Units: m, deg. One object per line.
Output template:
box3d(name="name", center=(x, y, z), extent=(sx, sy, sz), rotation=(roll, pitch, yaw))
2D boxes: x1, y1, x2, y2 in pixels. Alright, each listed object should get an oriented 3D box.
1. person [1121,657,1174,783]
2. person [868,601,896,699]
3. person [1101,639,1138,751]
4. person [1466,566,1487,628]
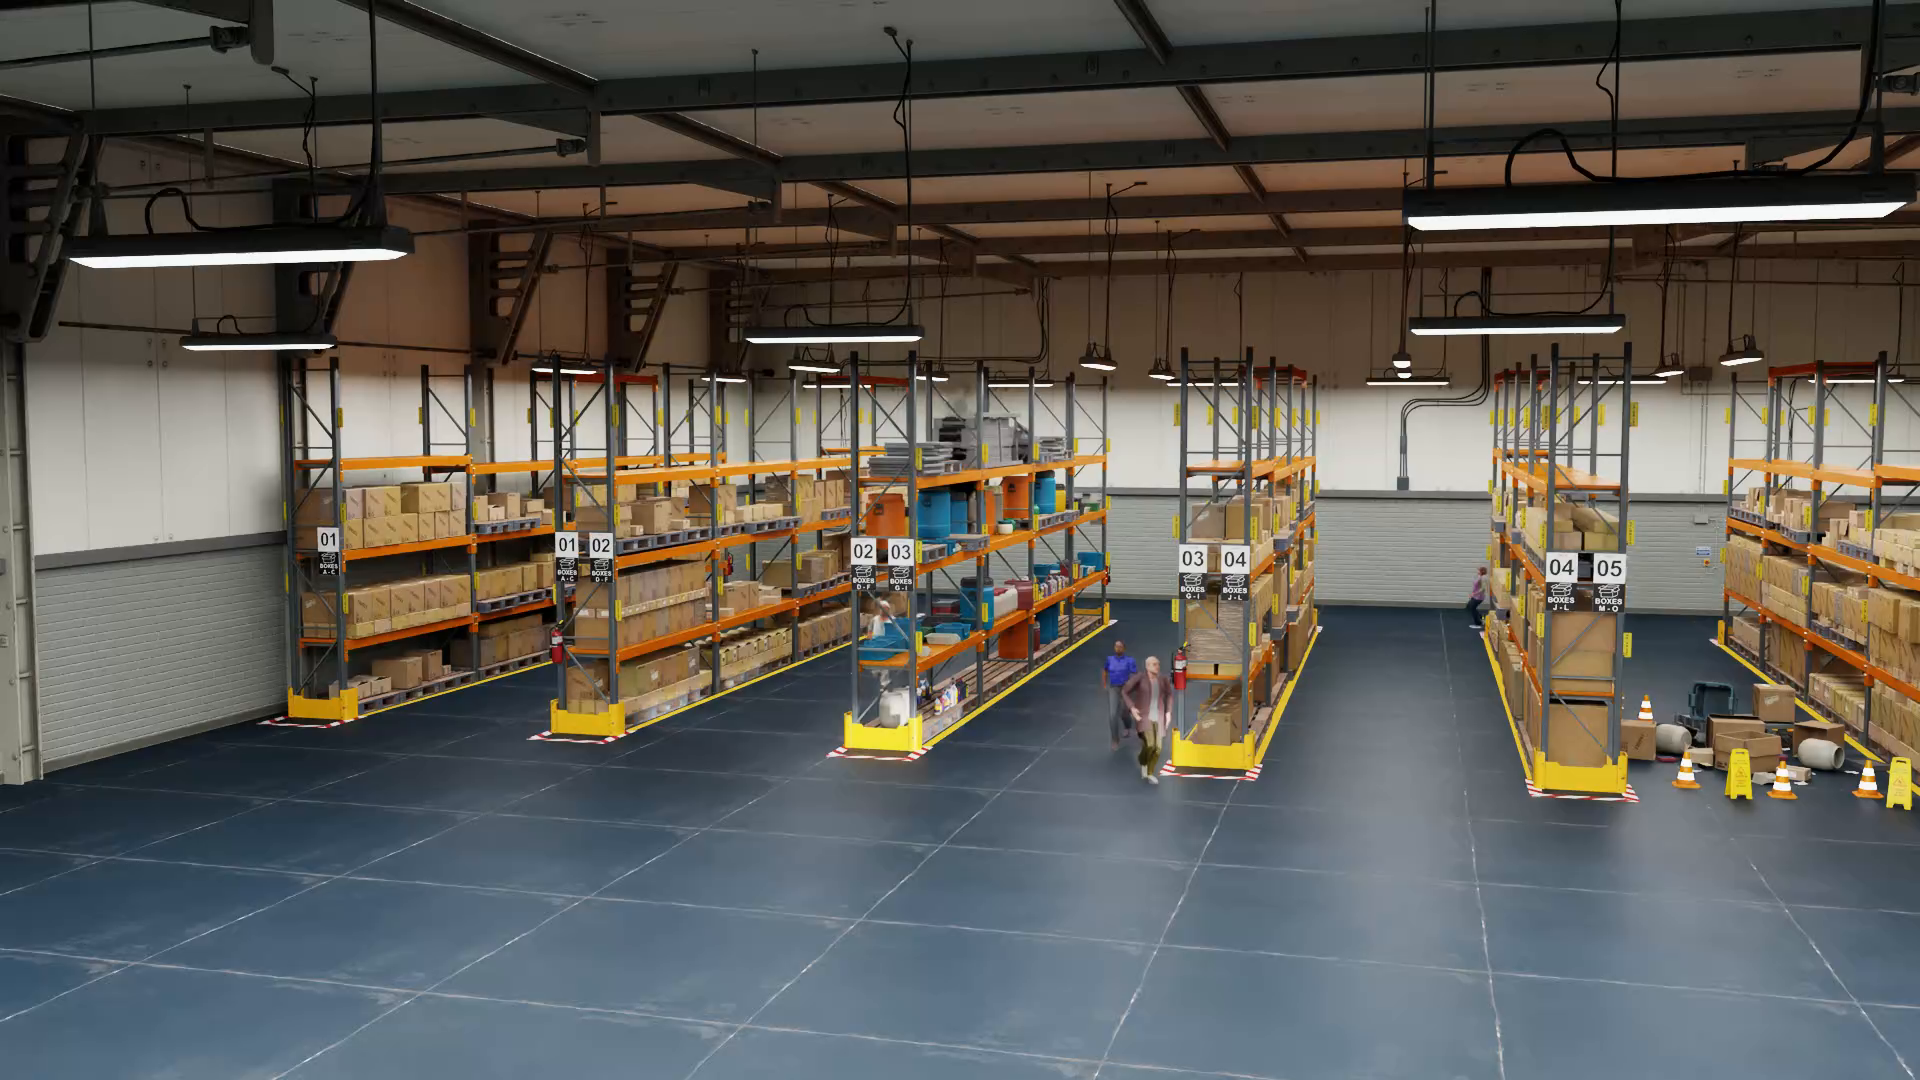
box3d(name="person", center=(2.619, 2.467, 22.753), extent=(0.739, 1.742, 0.551), rotation=(-1, 4, -16))
box3d(name="person", center=(-1.348, 1.952, 29.725), extent=(0.658, 1.740, 0.681), rotation=(1, 4, 11))
box3d(name="person", center=(2.433, 2.333, 25.337), extent=(0.598, 1.660, 0.816), rotation=(1, 4, 15))
box3d(name="person", center=(12.200, 1.363, 39.312), extent=(0.470, 1.493, 0.623), rotation=(1, 4, 18))
